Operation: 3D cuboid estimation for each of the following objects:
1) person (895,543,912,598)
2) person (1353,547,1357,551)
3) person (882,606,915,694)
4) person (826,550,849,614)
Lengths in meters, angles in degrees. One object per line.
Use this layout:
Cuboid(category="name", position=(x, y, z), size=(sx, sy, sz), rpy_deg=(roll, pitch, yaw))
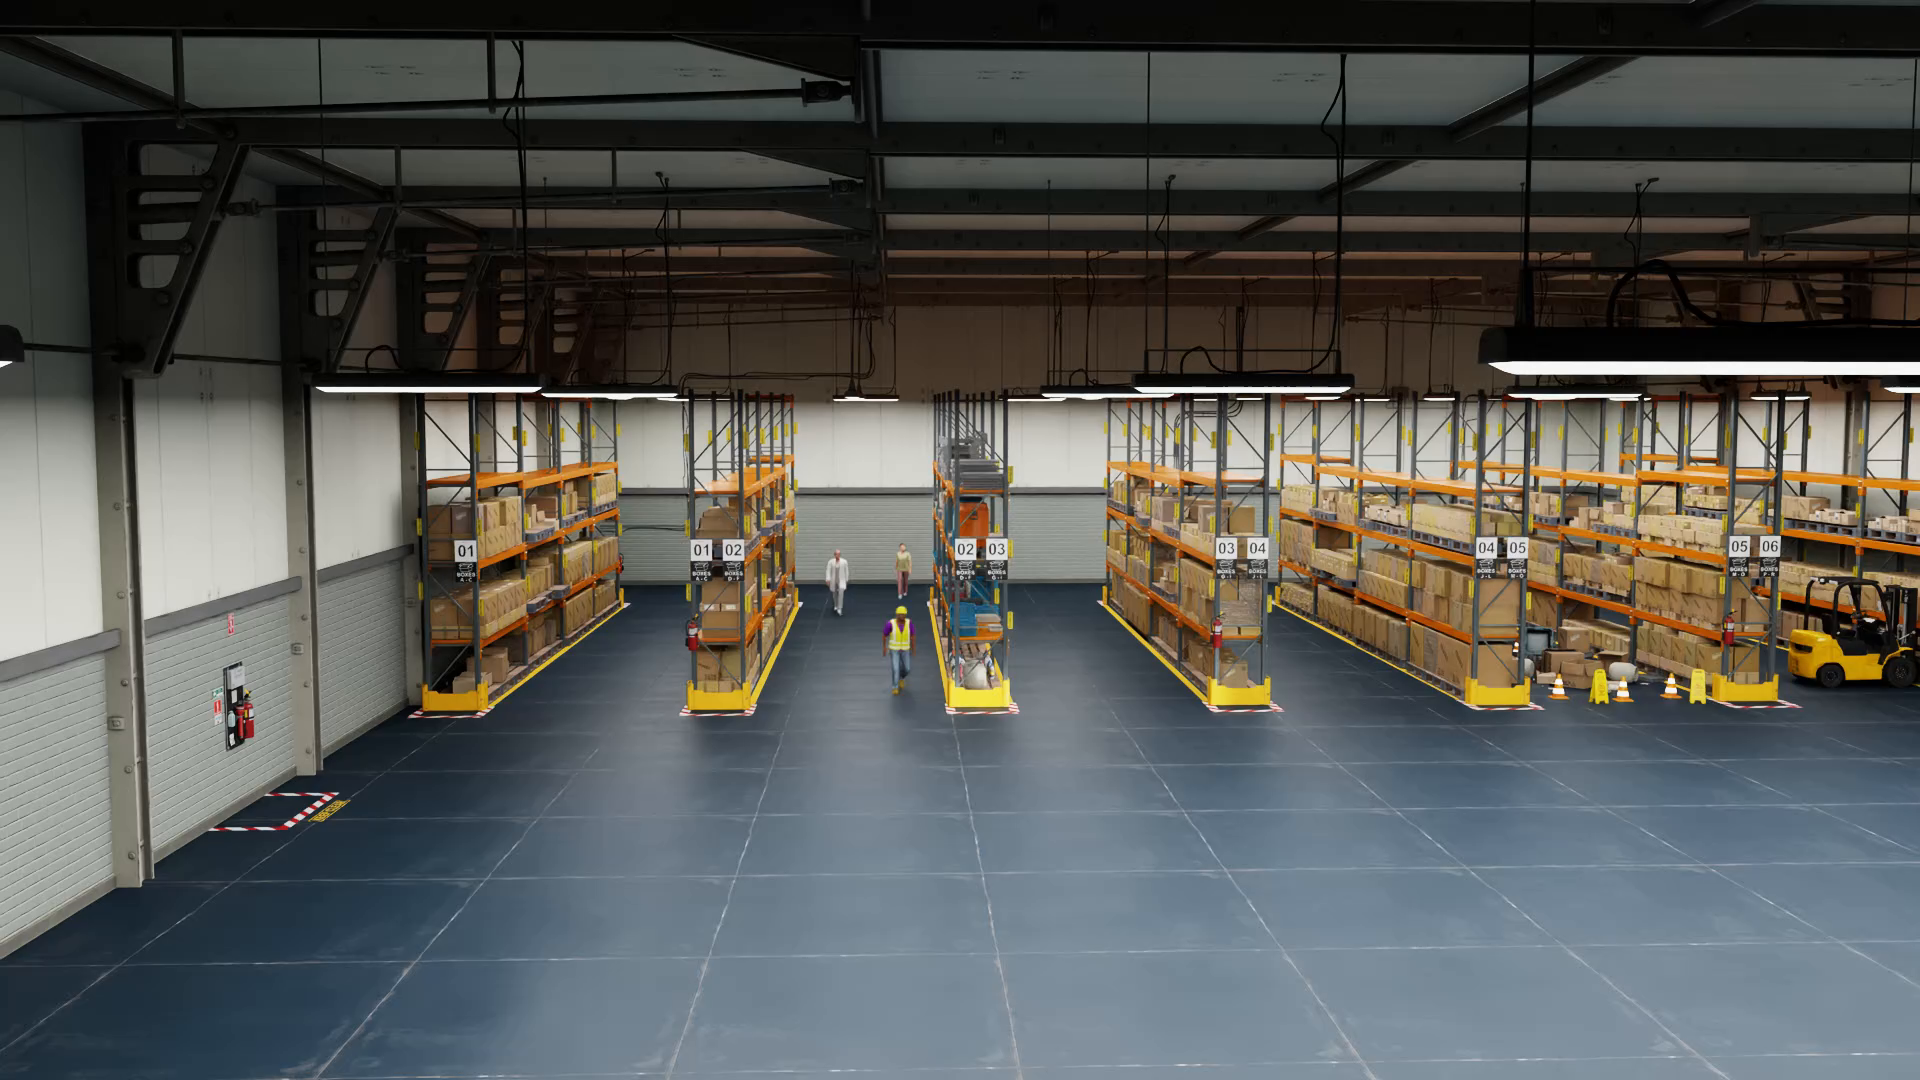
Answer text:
Cuboid(category="person", position=(-1.681, 0.896, 49.120), size=(0.500, 1.605, 1.064), rpy_deg=(0, 5, 0))
Cuboid(category="person", position=(11.780, 0.766, 50.053), size=(1.034, 1.754, 0.529), rpy_deg=(-1, 5, -8))
Cuboid(category="person", position=(-1.231, 2.166, 33.074), size=(0.642, 1.742, 0.665), rpy_deg=(-1, 5, -17))
Cuboid(category="person", position=(-3.366, 1.129, 45.496), size=(0.600, 1.713, 1.121), rpy_deg=(0, 5, 1))
